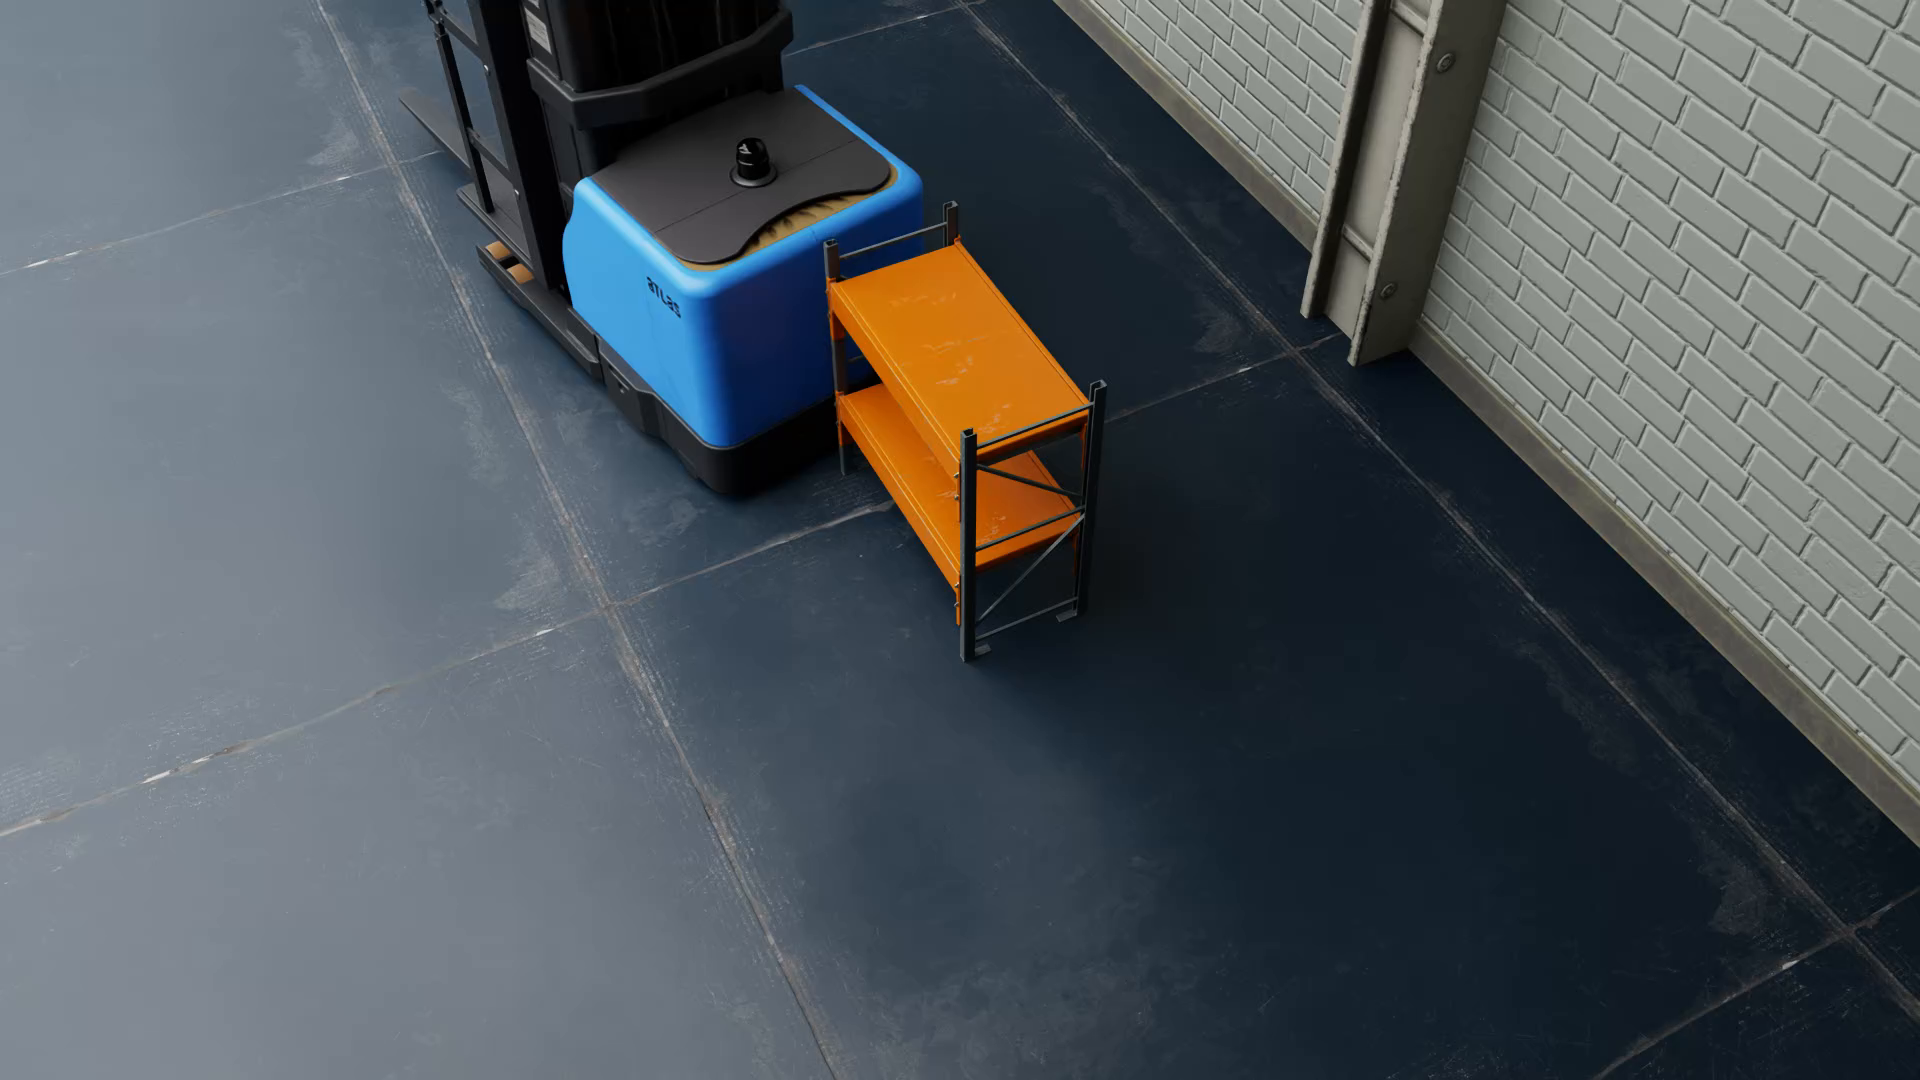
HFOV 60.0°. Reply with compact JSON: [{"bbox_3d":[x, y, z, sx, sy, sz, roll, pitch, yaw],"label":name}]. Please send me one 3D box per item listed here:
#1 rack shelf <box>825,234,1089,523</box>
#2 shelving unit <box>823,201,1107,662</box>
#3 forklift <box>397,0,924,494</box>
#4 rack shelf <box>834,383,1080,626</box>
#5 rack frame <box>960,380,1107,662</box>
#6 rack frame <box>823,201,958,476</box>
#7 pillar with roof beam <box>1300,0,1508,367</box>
[{"bbox_3d":[-0.003,-0.568,5.610,0.538,0.278,1.000,-21,52,-18],"label":"rack shelf"},{"bbox_3d":[-0.003,-0.375,5.831,0.538,1.125,1.048,-21,52,-18],"label":"shelving unit"},{"bbox_3d":[-1.432,-2.195,6.222,1.130,2.935,3.031,-31,56,-24],"label":"forklift"},{"bbox_3d":[-0.003,-0.214,6.015,0.538,0.278,1.000,-21,52,-18],"label":"rack shelf"},{"bbox_3d":[0.230,-0.035,5.533,0.500,1.125,0.032,-21,52,-18],"label":"rack frame"},{"bbox_3d":[-0.236,-0.715,6.128,0.500,1.125,0.032,-21,52,-18],"label":"rack frame"},{"bbox_3d":[-2.151,-2.378,2.352,9.100,9.000,0.400,-21,52,-18],"label":"pillar with roof beam"}]
